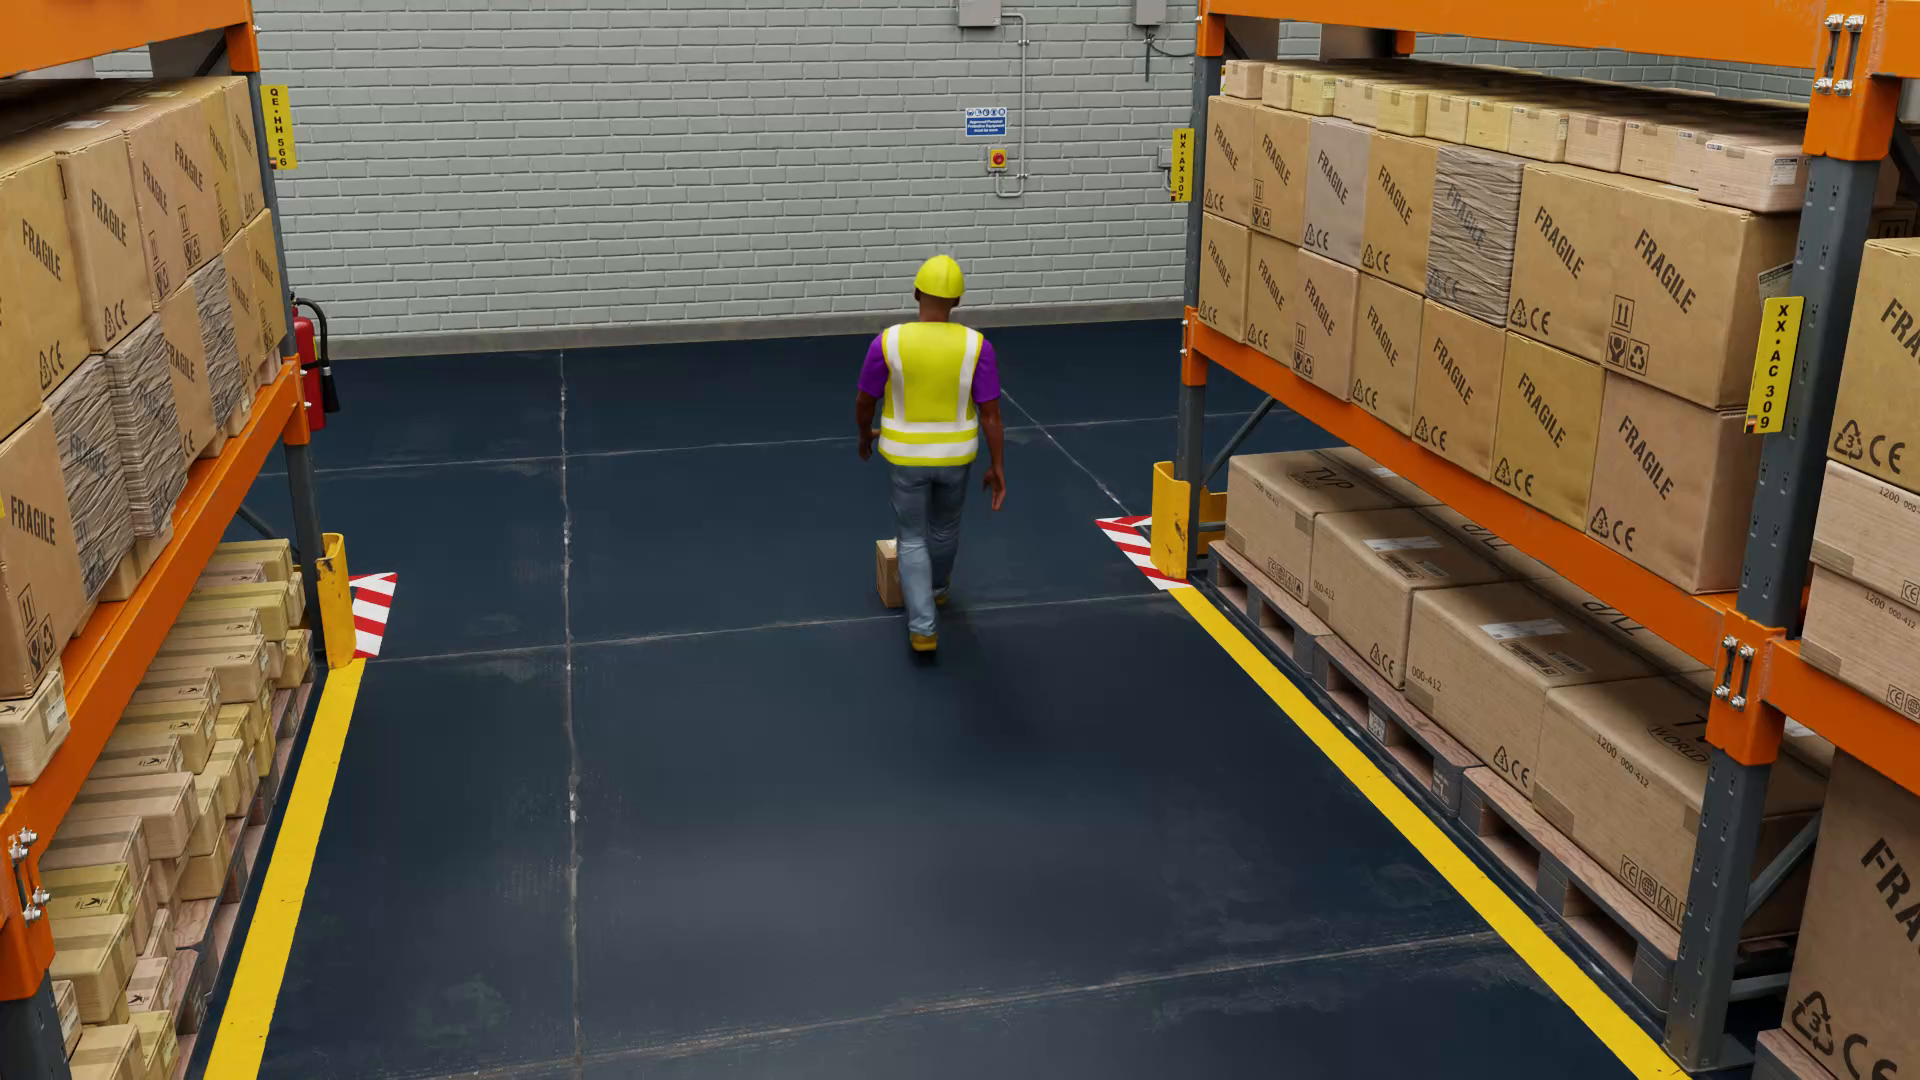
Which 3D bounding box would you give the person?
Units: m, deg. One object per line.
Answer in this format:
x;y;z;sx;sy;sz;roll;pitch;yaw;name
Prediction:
-0.155;-0.430;7.290;0.621;1.706;0.945;-3;20;-8;person
